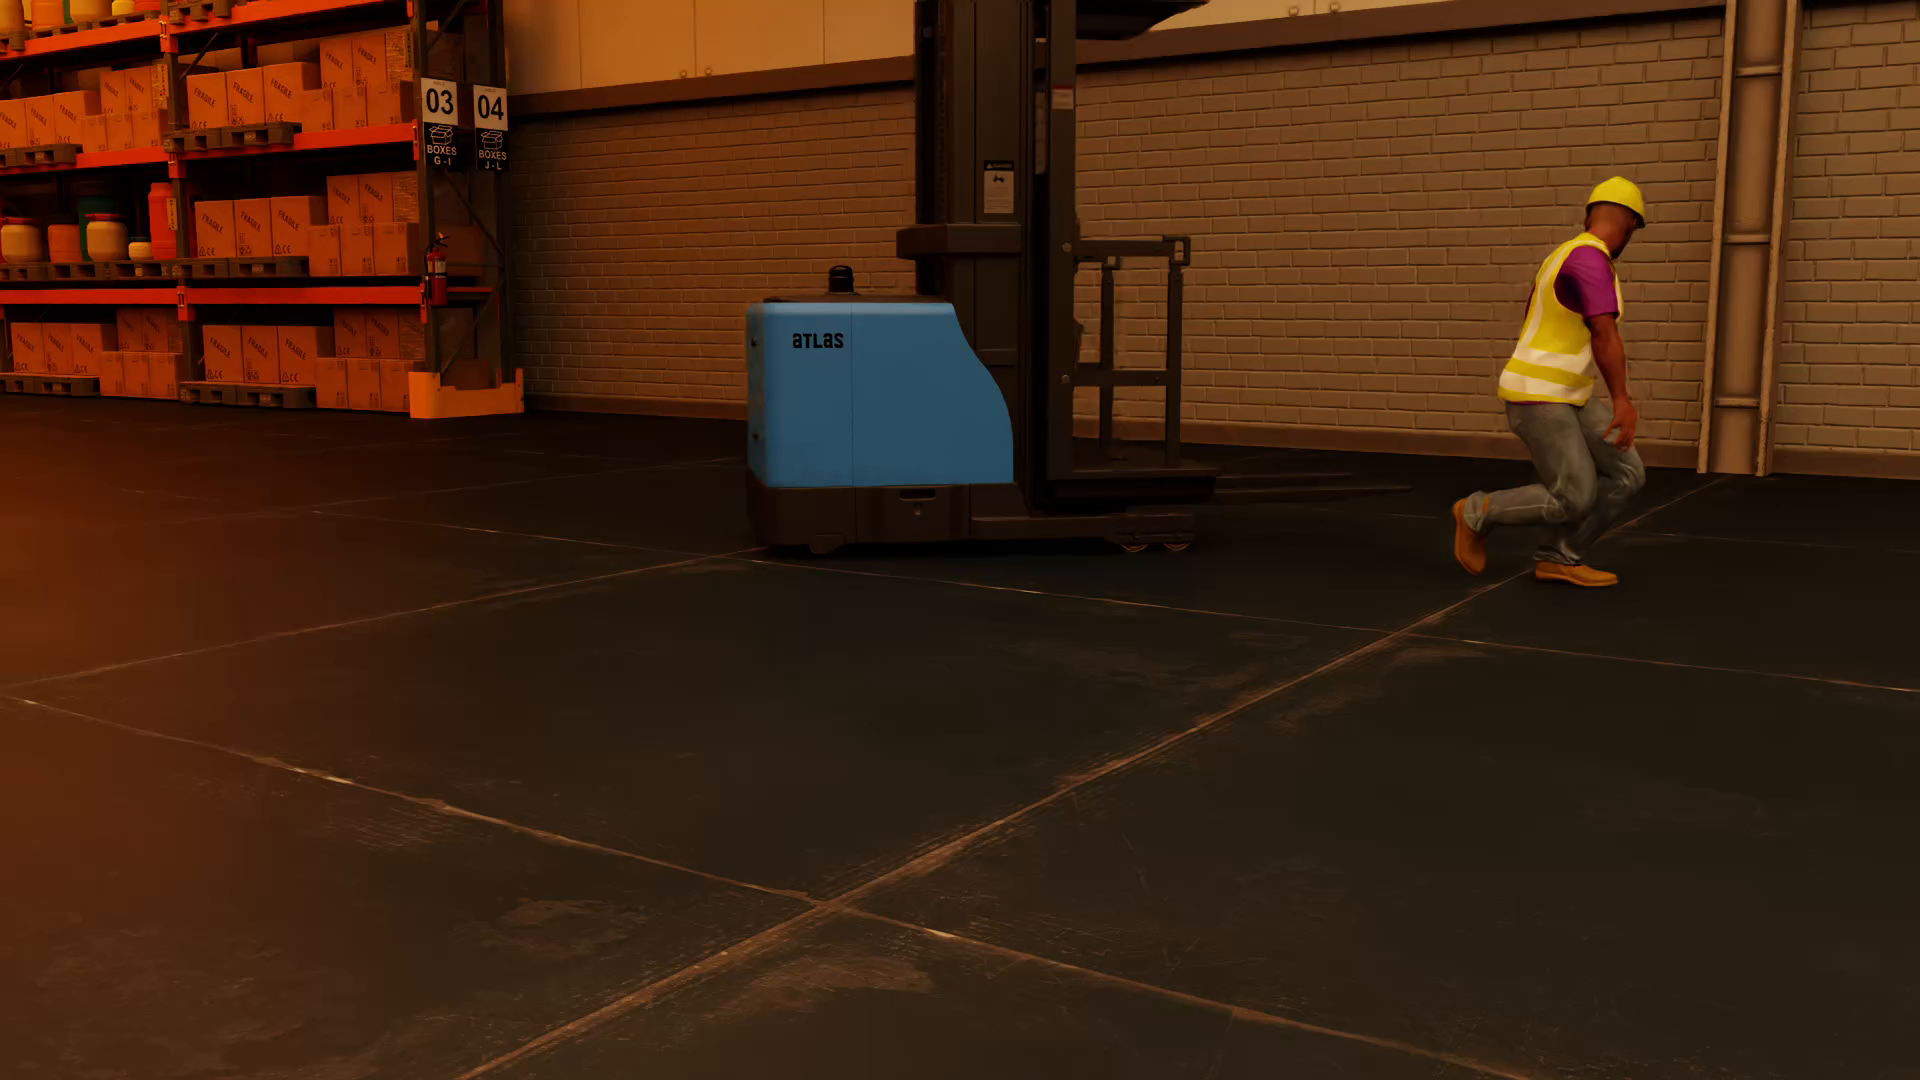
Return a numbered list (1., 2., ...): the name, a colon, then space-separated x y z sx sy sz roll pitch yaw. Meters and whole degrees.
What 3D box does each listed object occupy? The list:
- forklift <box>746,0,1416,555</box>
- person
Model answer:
1. forklift: 0.565 -1.471 7.538 3.031 2.935 1.130 -2 8 -12
2. person: 2.273 -0.597 6.356 0.706 1.543 0.744 5 9 31
